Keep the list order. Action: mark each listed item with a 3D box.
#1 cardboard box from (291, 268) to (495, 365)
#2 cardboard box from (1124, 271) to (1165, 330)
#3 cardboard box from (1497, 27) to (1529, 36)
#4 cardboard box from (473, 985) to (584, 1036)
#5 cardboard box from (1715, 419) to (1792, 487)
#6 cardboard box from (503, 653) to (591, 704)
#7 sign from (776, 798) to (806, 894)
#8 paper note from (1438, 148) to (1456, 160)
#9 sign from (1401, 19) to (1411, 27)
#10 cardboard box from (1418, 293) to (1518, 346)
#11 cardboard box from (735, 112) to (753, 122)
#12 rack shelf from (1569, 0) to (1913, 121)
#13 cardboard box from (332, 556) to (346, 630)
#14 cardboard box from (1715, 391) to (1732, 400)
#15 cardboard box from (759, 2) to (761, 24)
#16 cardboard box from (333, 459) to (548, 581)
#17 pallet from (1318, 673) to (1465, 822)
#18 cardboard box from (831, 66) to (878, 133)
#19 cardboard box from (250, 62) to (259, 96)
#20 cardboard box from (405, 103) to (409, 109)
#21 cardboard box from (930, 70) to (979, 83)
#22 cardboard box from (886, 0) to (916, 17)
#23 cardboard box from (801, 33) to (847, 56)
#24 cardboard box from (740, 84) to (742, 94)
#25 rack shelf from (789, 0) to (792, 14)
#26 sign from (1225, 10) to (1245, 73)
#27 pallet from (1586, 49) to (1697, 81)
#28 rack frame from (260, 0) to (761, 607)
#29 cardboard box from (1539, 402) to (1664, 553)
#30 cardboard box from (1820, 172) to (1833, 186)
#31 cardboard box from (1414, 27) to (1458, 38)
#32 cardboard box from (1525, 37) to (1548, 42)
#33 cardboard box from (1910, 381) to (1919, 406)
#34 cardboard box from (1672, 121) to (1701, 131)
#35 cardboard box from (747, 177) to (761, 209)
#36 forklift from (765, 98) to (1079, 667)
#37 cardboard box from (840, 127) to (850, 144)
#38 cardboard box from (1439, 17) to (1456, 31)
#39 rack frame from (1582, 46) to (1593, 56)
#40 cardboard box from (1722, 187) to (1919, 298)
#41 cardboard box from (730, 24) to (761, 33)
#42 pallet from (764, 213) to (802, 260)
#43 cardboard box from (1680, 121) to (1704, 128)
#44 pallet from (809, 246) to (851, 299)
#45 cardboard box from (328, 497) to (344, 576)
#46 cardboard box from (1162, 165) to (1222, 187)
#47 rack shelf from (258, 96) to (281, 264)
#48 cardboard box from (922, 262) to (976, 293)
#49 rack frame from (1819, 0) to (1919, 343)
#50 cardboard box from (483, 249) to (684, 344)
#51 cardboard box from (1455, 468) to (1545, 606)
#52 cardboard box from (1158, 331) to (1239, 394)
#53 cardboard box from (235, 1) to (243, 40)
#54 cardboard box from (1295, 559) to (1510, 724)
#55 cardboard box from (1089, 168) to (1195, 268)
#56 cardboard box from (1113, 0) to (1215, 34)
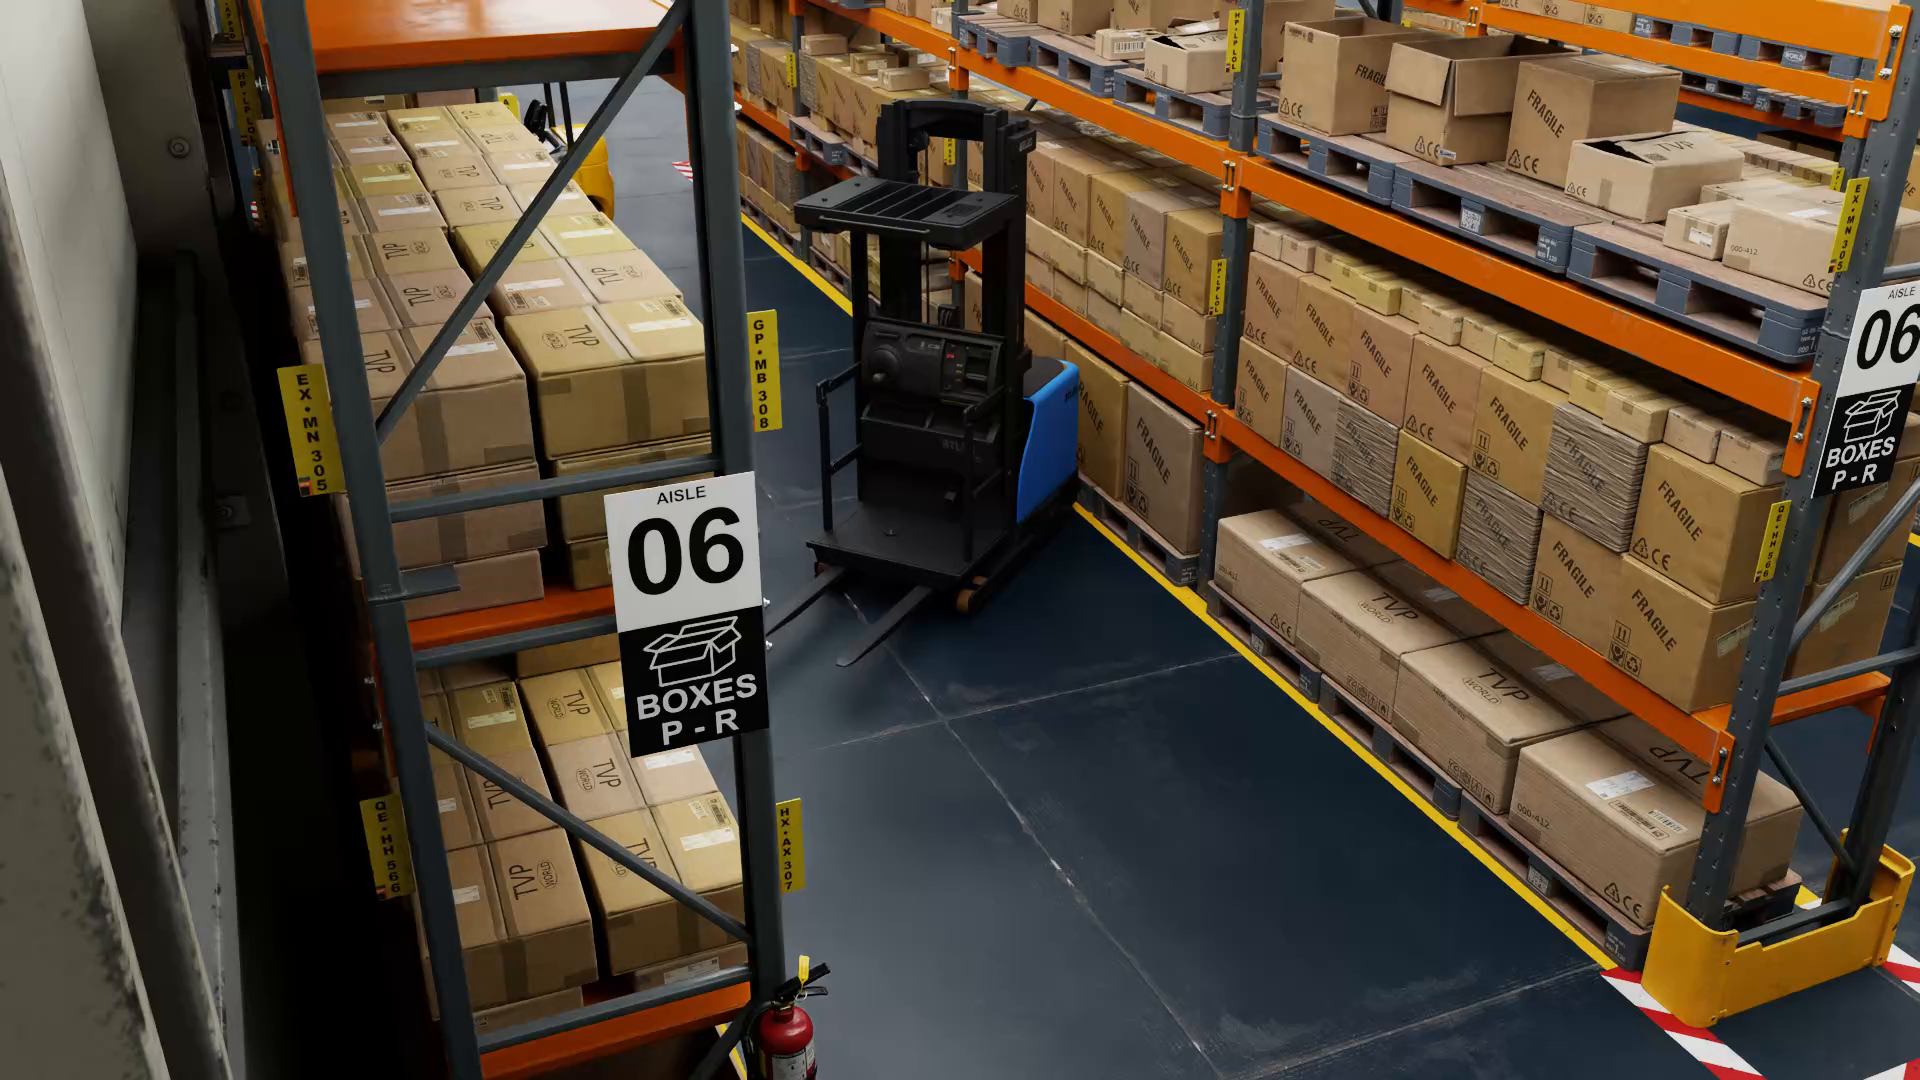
[{"bbox_3d":[-1.649,-0.580,4.863,0.500,0.250,0.500,-11,28,-22],"label":"cardboard box"},{"bbox_3d":[1.385,-1.563,10.634,0.500,0.250,0.500,-10,28,-19],"label":"cardboard box"},{"bbox_3d":[7.398,-6.765,21.234,0.875,0.500,0.500,-11,28,-21],"label":"cardboard box"},{"bbox_3d":[-1.392,1.425,5.199,0.380,0.149,0.250,-11,28,-21],"label":"cardboard box"},{"bbox_3d":[3.226,-0.351,6.556,0.380,0.149,0.250,-10,28,-20],"label":"cardboard box"},{"bbox_3d":[-1.564,0.494,6.652,0.500,0.250,0.500,-11,28,-22],"label":"cardboard box"},{"bbox_3d":[-0.516,0.918,4.965,0.100,0.325,0.005,-11,28,-21],"label":"sign"},{"bbox_3d":[2.192,-1.741,7.495,0.006,0.032,0.123,-11,28,-20],"label":"paper note"},{"bbox_3d":[2.494,-2.781,9.429,0.100,0.325,0.005,-11,28,-21],"label":"sign"},{"bbox_3d":[2.448,-1.065,8.019,0.380,0.149,0.250,-10,28,-20],"label":"cardboard box"},{"bbox_3d":[-2.435,-4.611,19.075,0.500,0.500,0.500,-12,28,-23],"label":"cardboard box"},{"bbox_3d":[2.767,-2.455,7.297,1.077,0.370,4.000,-11,28,-21],"label":"rack shelf"},{"bbox_3d":[-3.233,0.370,9.443,0.500,0.500,0.500,-12,28,-23],"label":"cardboard box"},{"bbox_3d":[3.502,-0.649,7.168,0.380,0.149,0.250,-10,28,-19],"label":"cardboard box"},{"bbox_3d":[-1.829,-5.979,18.484,0.700,0.500,0.500,-11,28,-21],"label":"cardboard box"},{"bbox_3d":[-1.440,-0.147,4.545,0.500,0.250,0.500,-11,28,-22],"label":"cardboard box"},{"bbox_3d":[2.691,0.998,8.966,1.003,0.211,1.213,-11,28,-21],"label":"pallet"},{"bbox_3d":[-0.852,-4.024,15.140,0.500,0.500,0.500,-11,28,-21],"label":"cardboard box"},{"bbox_3d":[-3.886,-2.679,9.616,0.380,0.149,0.250,-11,28,-21],"label":"cardboard box"},{"bbox_3d":[-2.735,-2.284,8.785,0.380,0.149,0.250,-11,28,-21],"label":"cardboard box"},{"bbox_3d":[-0.159,-3.898,14.884,0.500,0.500,0.500,-12,28,-23],"label":"cardboard box"},{"bbox_3d":[-0.206,-4.689,13.899,0.797,0.503,0.637,-11,28,-21],"label":"cardboard box"},{"bbox_3d":[-1.290,-4.707,15.801,0.380,0.149,0.250,-11,28,-21],"label":"cardboard box"},{"bbox_3d":[-2.208,-4.991,18.339,0.380,0.149,0.250,-11,28,-22],"label":"cardboard box"},{"bbox_3d":[-1.932,-6.131,17.789,1.077,0.370,4.000,-11,28,-21],"label":"rack shelf"},{"bbox_3d":[1.488,-2.694,8.981,0.100,0.325,0.005,-11,28,-21],"label":"sign"},{"bbox_3d":[8.135,-5.582,19.482,1.003,0.211,1.213,-11,28,-21],"label":"pallet"},{"bbox_3d":[-1.015,-1.296,3.648,1.000,3.000,0.127,-11,28,-21],"label":"rack frame"},{"bbox_3d":[2.911,-0.308,7.209,0.500,0.500,0.500,-10,28,-20],"label":"cardboard box"},{"bbox_3d":[6.653,-2.653,12.395,0.380,0.149,0.250,-10,28,-19],"label":"cardboard box"},{"bbox_3d":[4.364,-4.663,16.128,0.700,0.500,0.500,-11,28,-21],"label":"cardboard box"},{"bbox_3d":[7.283,-6.221,20.858,0.380,0.149,0.250,-11,28,-21],"label":"cardboard box"},{"bbox_3d":[6.878,-1.037,12.047,0.380,0.149,0.250,-10,28,-19],"label":"cardboard box"},{"bbox_3d":[5.942,-3.386,13.897,0.380,0.149,0.250,-11,28,-21],"label":"cardboard box"},{"bbox_3d":[-2.040,-3.864,18.400,0.500,0.250,0.500,-10,28,-20],"label":"cardboard box"},{"bbox_3d":[-0.277,-1.069,10.099,1.130,2.935,3.031,12,29,23],"label":"forklift"},{"bbox_3d":[-0.890,-3.783,15.386,0.380,0.149,0.250,-10,28,-20],"label":"cardboard box"},{"bbox_3d":[6.668,-6.940,22.332,0.380,0.149,0.250,-11,28,-21],"label":"cardboard box"},{"bbox_3d":[7.969,-6.002,20.123,1.000,3.000,0.127,-11,28,-21],"label":"rack frame"},{"bbox_3d":[3.291,-1.135,6.315,0.500,0.250,0.500,-13,29,-25],"label":"cardboard box"},{"bbox_3d":[-2.379,-5.439,18.519,0.500,0.500,0.500,-11,28,-22],"label":"cardboard box"},{"bbox_3d":[-1.445,-3.311,17.790,1.003,0.211,1.213,-11,28,-21],"label":"pallet"},{"bbox_3d":[8.360,-4.629,19.659,0.700,0.500,0.500,-11,28,-21],"label":"cardboard box"},{"bbox_3d":[-0.843,-2.732,16.604,1.003,0.211,1.213,-11,28,-21],"label":"pallet"},{"bbox_3d":[-2.636,-0.035,7.734,0.500,0.250,0.500,-11,28,-21],"label":"cardboard box"},{"bbox_3d":[1.657,-2.194,11.071,0.500,0.500,0.500,-11,28,-22],"label":"cardboard box"},{"bbox_3d":[-3.365,-2.047,9.425,1.077,0.370,4.000,-11,28,-21],"label":"rack shelf"},{"bbox_3d":[-0.091,-2.218,14.891,0.950,0.372,0.625,-11,28,-22],"label":"cardboard box"},{"bbox_3d":[3.550,-2.150,5.397,1.000,3.000,0.127,-11,28,-21],"label":"rack frame"},{"bbox_3d":[-1.140,-0.670,5.046,0.500,0.250,0.500,-11,28,-21],"label":"cardboard box"},{"bbox_3d":[2.725,-0.060,7.840,0.500,0.500,0.500,-10,28,-19],"label":"cardboard box"},{"bbox_3d":[1.576,-1.140,10.336,0.500,0.250,0.500,-11,28,-22],"label":"cardboard box"},{"bbox_3d":[-4.668,-3.592,11.348,0.500,0.250,0.500,-11,28,-21],"label":"cardboard box"},{"bbox_3d":[2.482,0.527,9.194,0.875,0.438,0.875,-11,28,-22],"label":"cardboard box"},{"bbox_3d":[1.188,-2.116,10.912,0.500,0.500,0.500,-10,28,-19],"label":"cardboard box"},{"bbox_3d":[1.374,-3.604,11.201,0.500,0.500,0.500,-10,28,-20],"label":"cardboard box"}]
